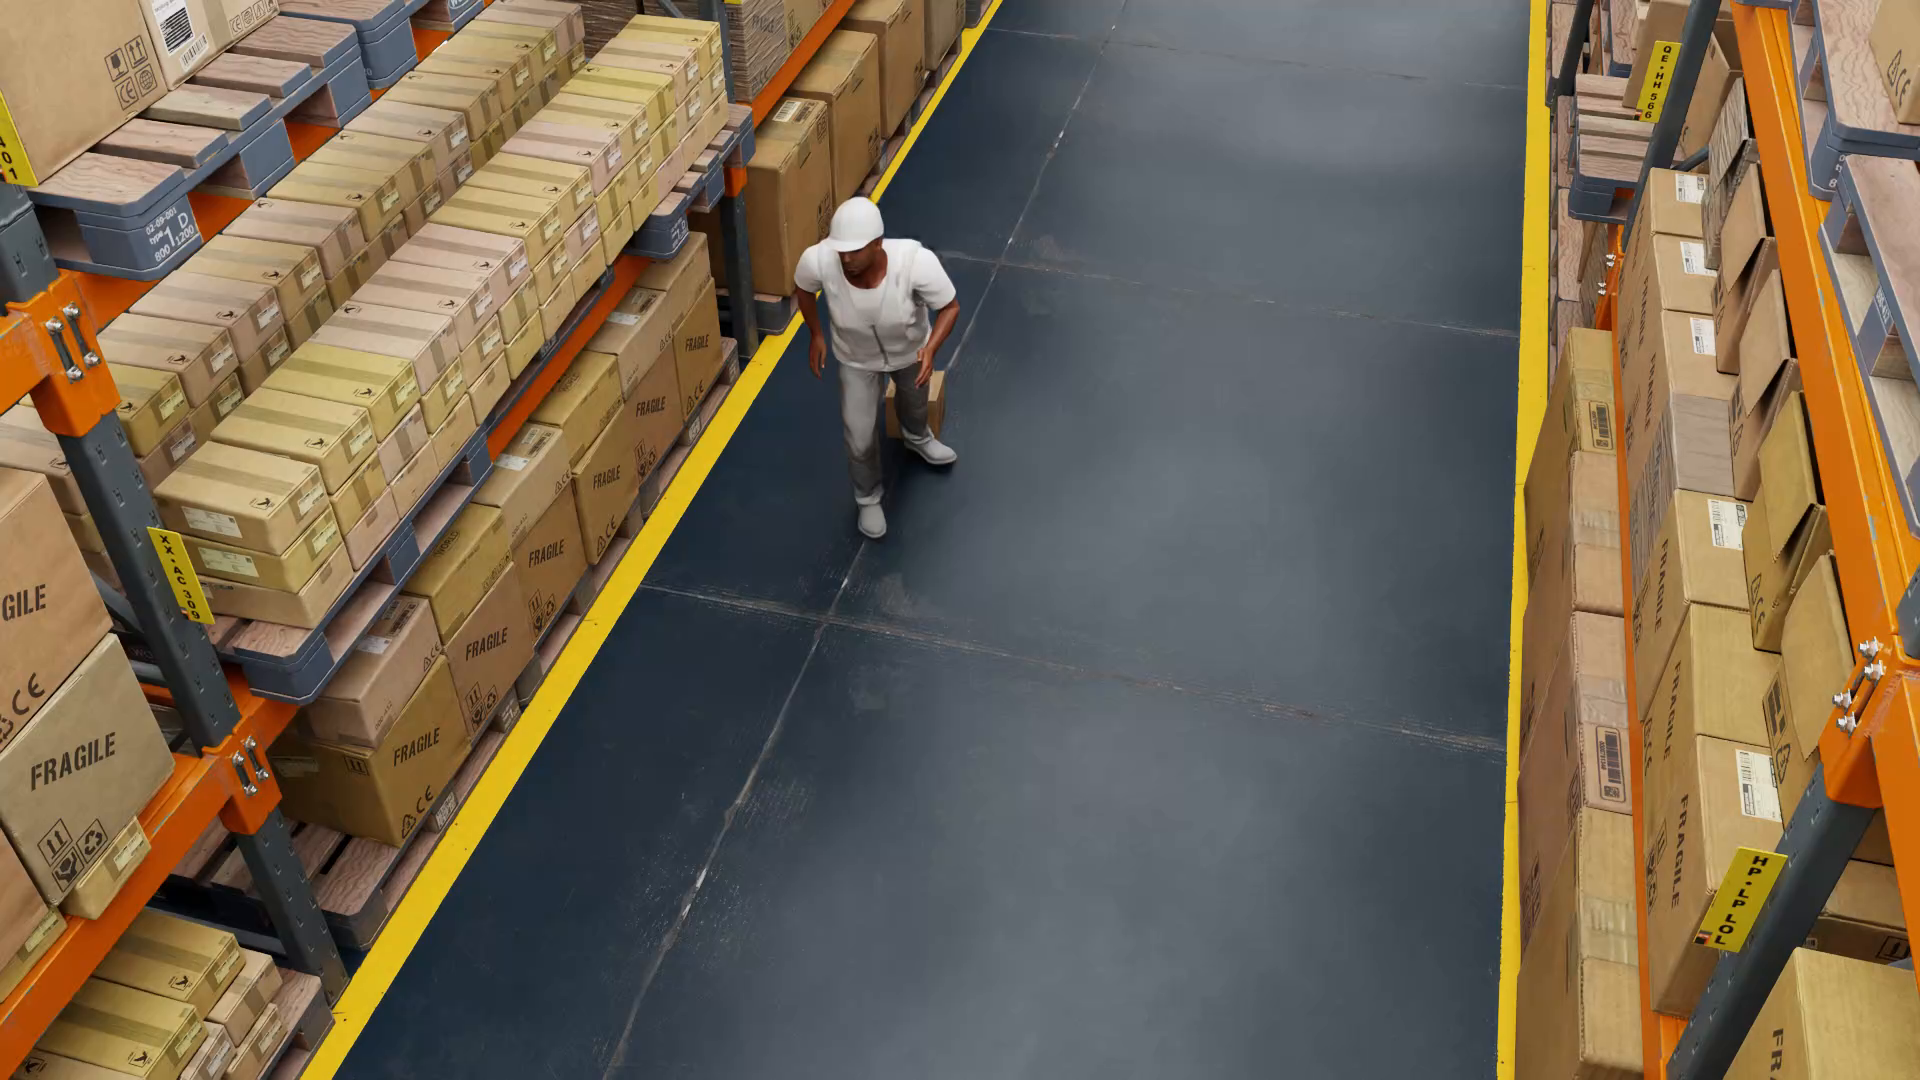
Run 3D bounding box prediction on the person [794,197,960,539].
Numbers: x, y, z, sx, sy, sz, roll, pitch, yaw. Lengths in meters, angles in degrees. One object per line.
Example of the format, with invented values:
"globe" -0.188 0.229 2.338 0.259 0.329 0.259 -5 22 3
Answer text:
"person" -0.323 -0.791 7.120 0.707 1.687 0.888 -6 41 -7
